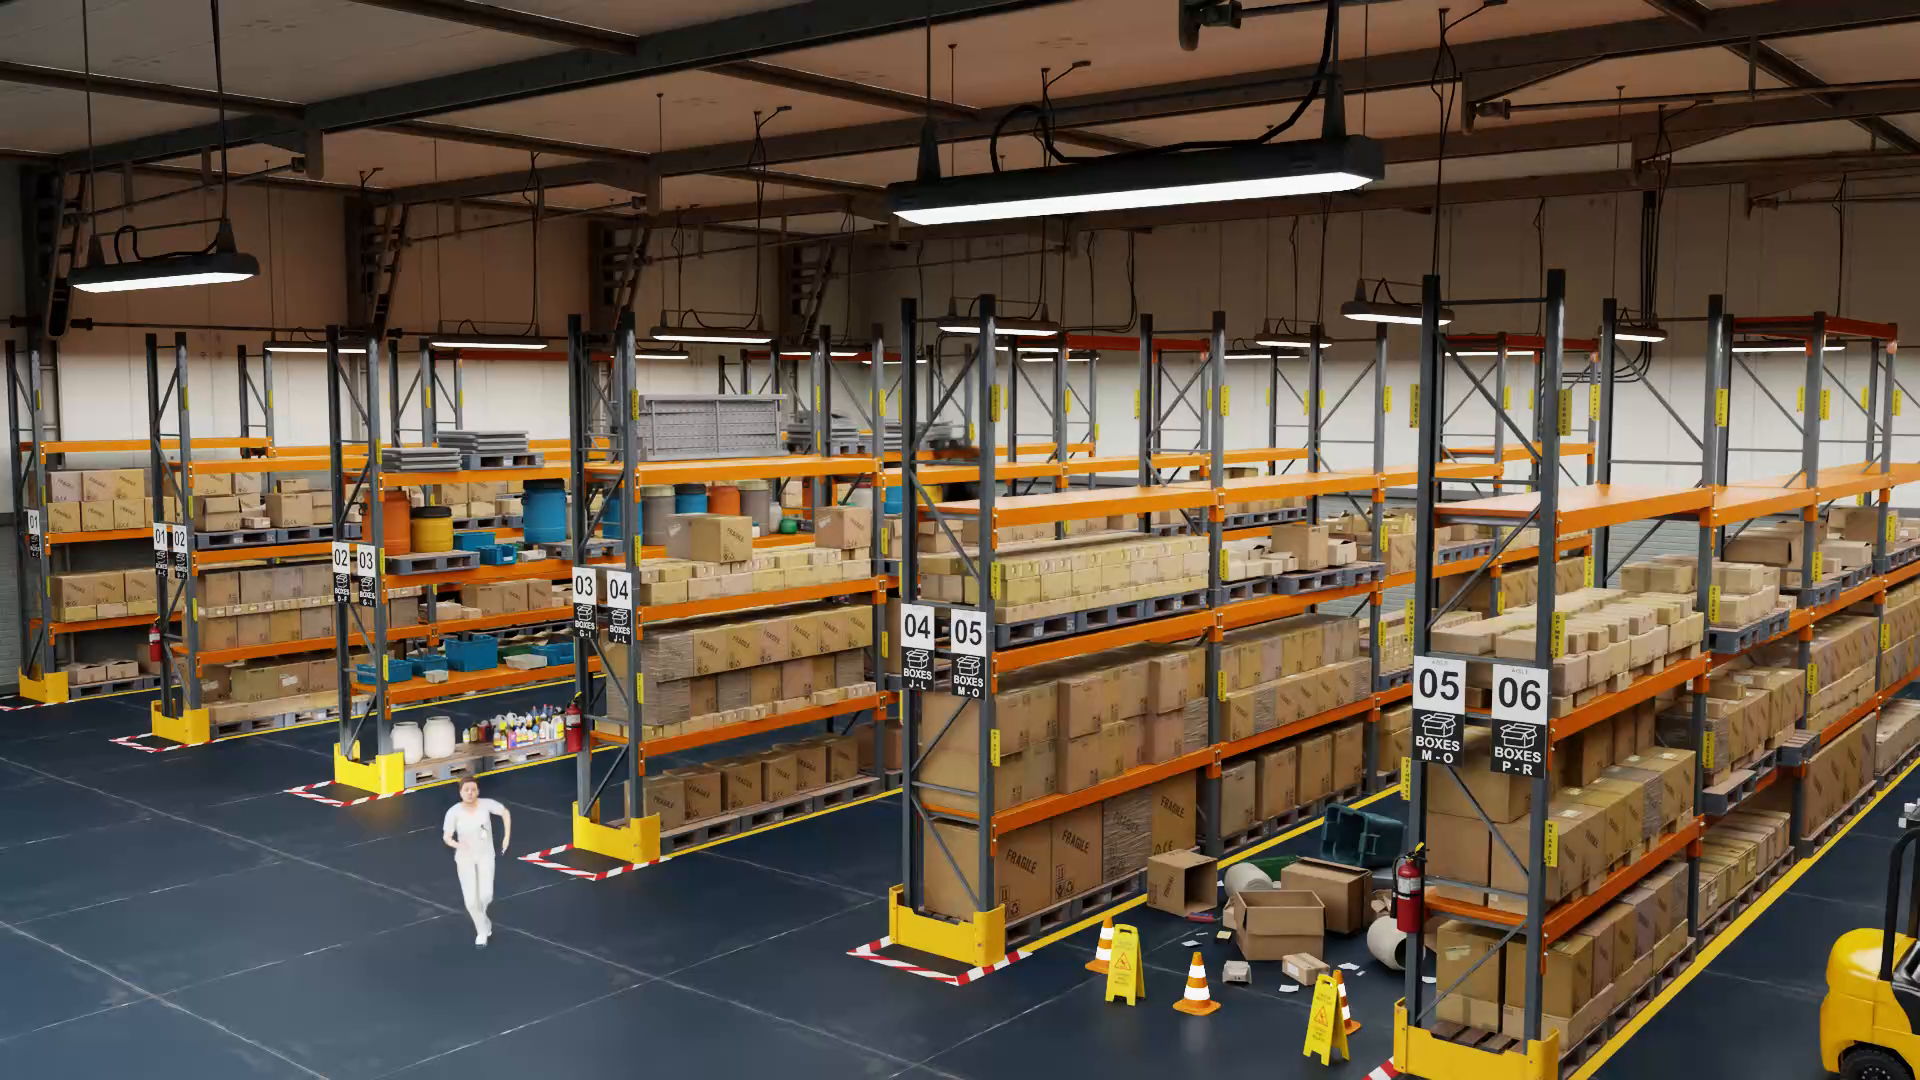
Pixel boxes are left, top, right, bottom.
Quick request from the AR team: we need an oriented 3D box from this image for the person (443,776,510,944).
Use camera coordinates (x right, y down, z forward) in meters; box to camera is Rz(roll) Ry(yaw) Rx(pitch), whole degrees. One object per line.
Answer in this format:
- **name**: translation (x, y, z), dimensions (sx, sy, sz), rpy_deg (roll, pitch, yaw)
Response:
- **person**: translation (-4.463, 2.977, 15.394), dimensions (0.603, 1.619, 0.622), rpy_deg (-2, 5, -16)
